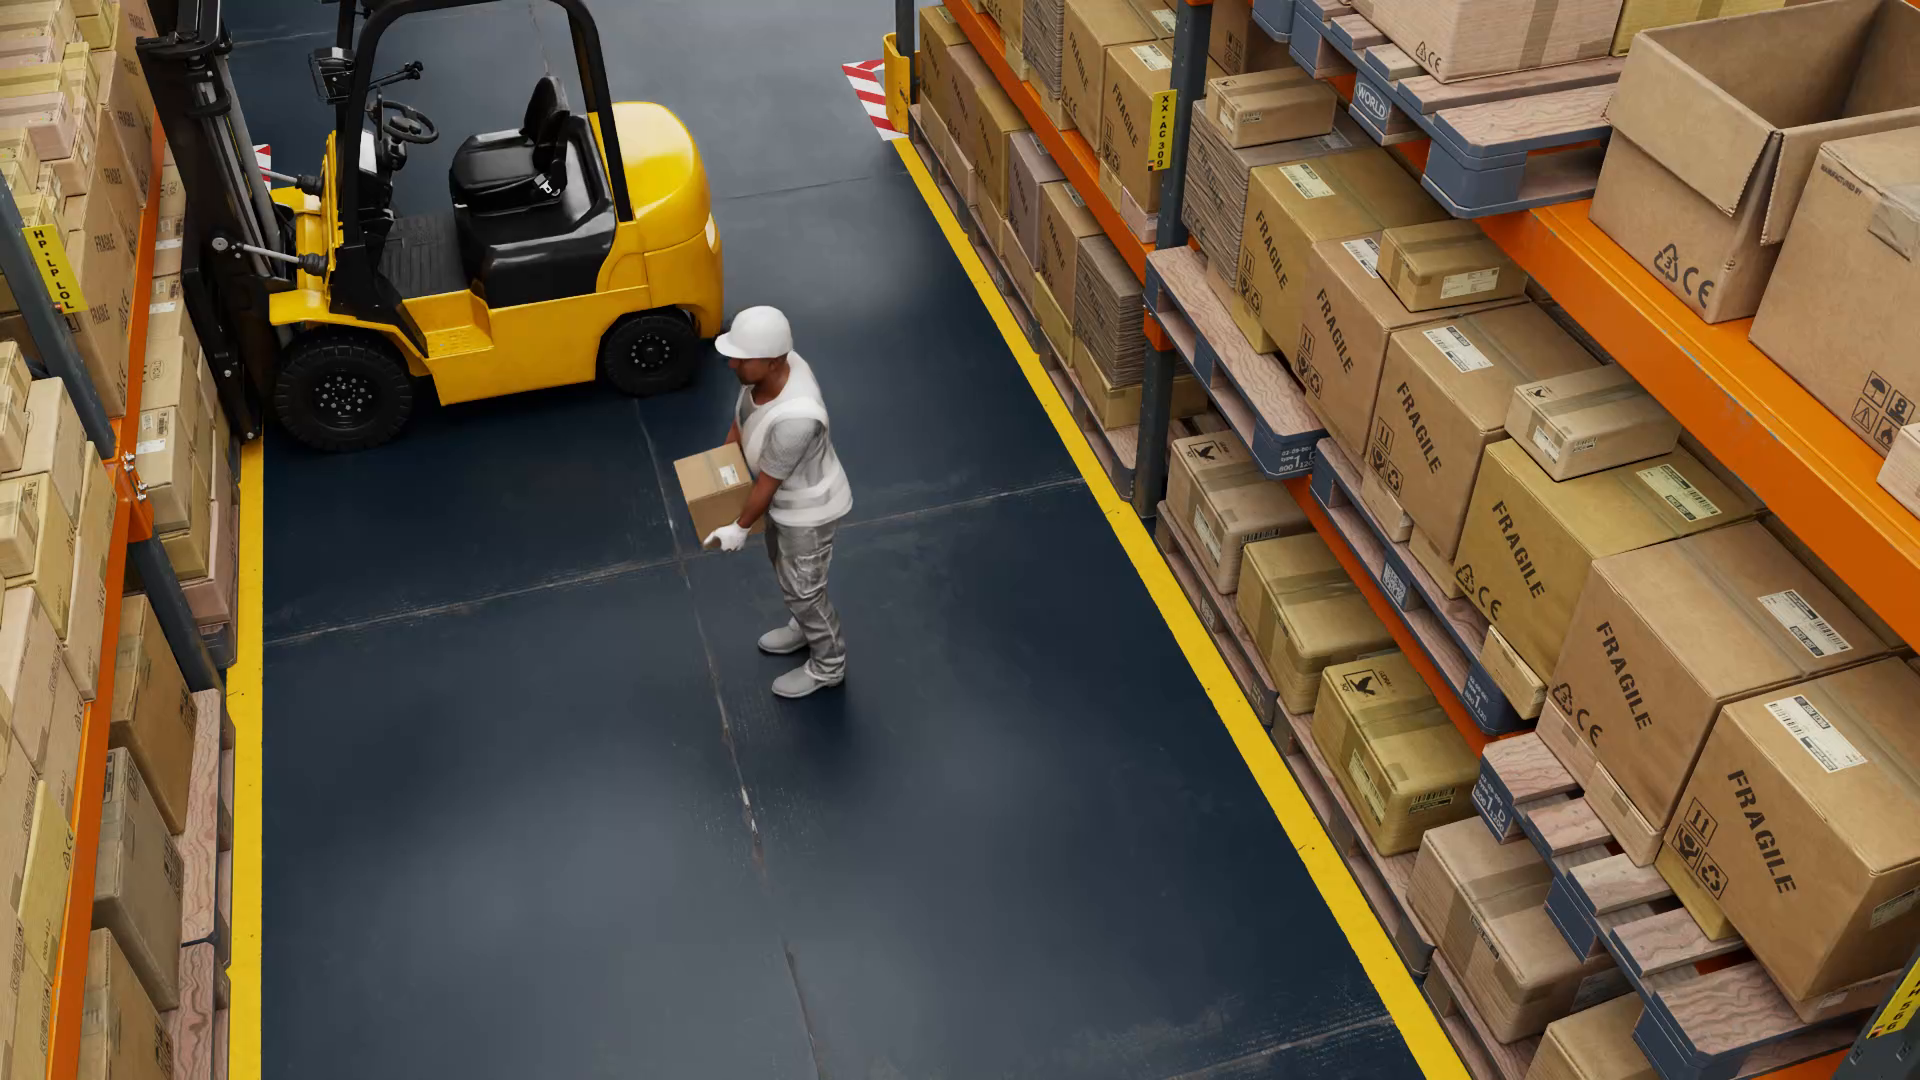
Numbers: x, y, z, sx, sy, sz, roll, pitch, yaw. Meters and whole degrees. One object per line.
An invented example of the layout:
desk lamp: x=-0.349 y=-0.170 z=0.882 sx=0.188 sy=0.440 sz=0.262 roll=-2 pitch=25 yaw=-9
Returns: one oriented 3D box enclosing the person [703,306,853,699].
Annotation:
person: x=-0.707 y=-0.128 z=6.294 sx=0.588 sy=1.773 sz=0.492 roll=-13 pitch=43 yaw=-14
